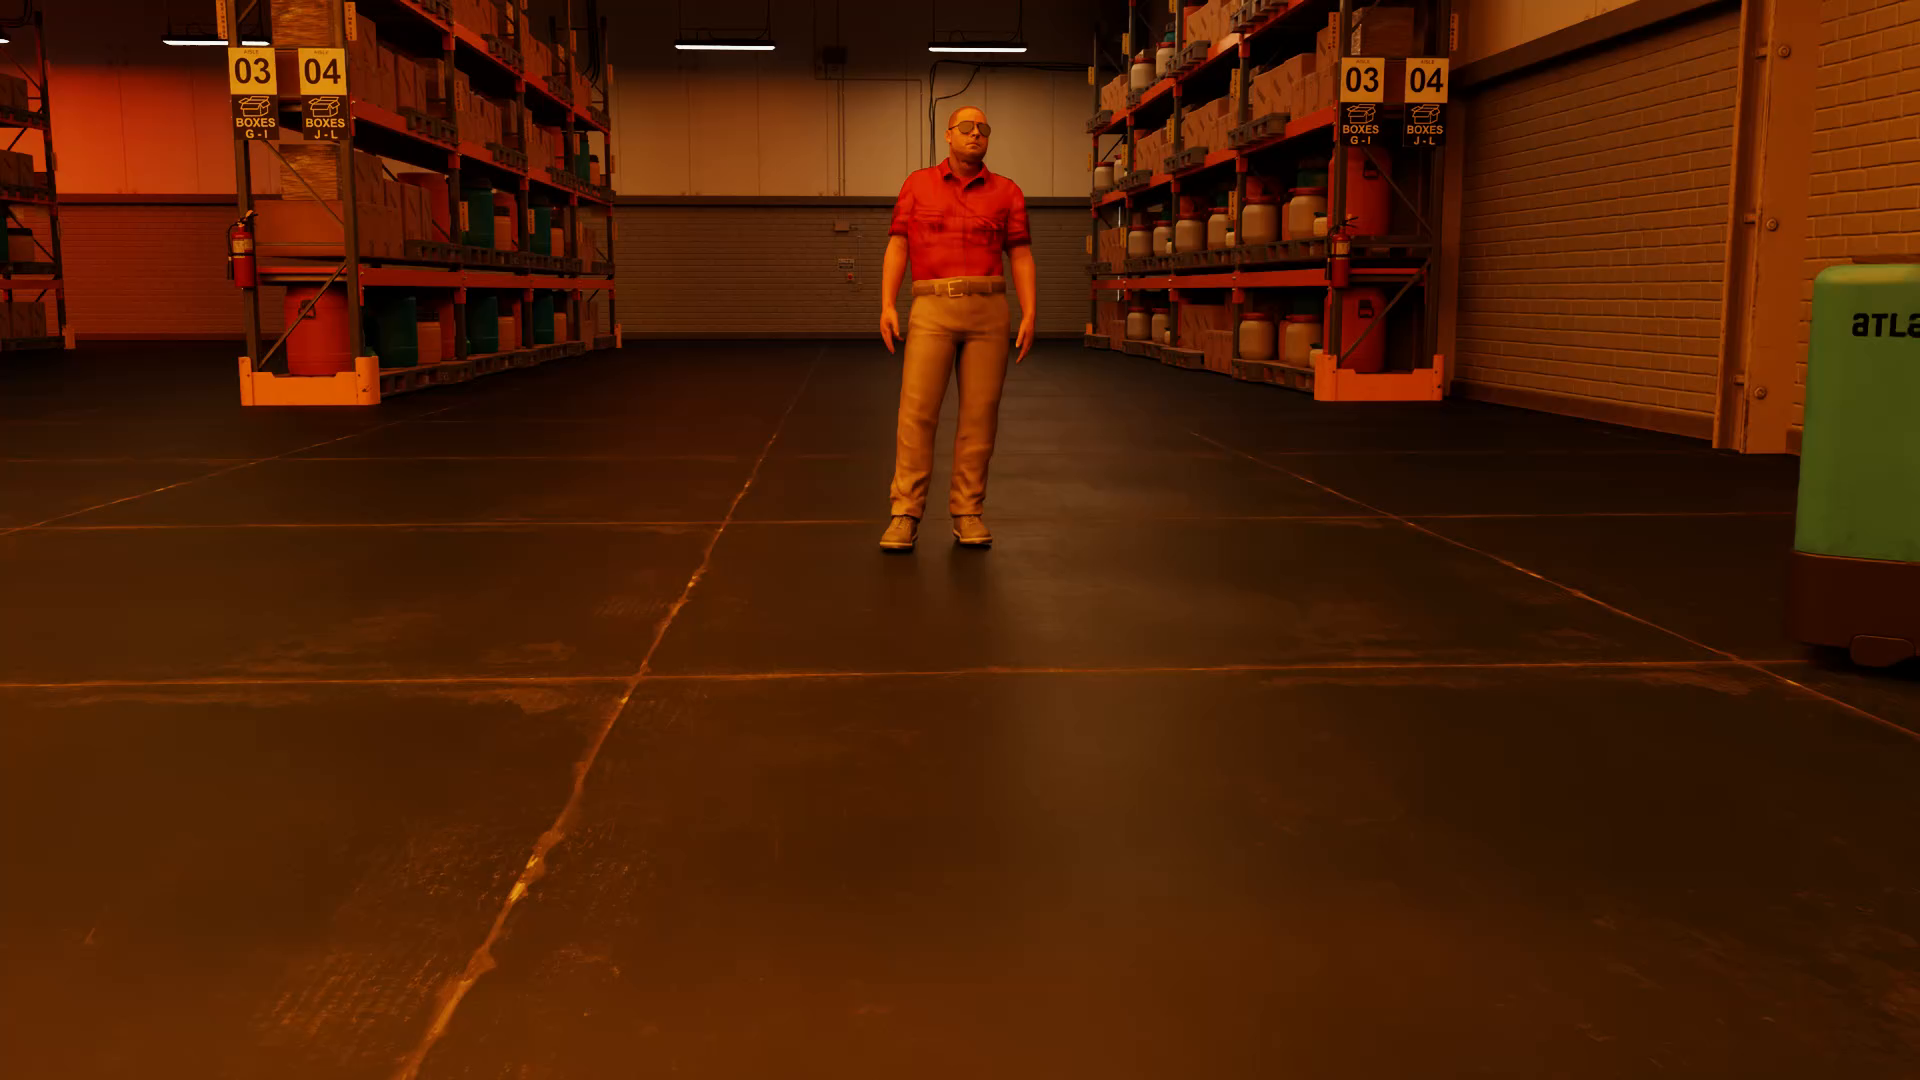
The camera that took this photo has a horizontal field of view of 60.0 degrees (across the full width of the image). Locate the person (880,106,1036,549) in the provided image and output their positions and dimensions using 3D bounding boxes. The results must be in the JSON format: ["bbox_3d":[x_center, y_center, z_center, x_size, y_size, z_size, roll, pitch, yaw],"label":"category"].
[{"bbox_3d":[-0.006,-0.849,6.592,0.642,1.727,0.550,-1,8,-4],"label":"person"}]

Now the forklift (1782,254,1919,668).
[{"bbox_3d":[3.735,-1.039,3.826,3.031,2.935,1.130,6,10,35],"label":"forklift"}]
